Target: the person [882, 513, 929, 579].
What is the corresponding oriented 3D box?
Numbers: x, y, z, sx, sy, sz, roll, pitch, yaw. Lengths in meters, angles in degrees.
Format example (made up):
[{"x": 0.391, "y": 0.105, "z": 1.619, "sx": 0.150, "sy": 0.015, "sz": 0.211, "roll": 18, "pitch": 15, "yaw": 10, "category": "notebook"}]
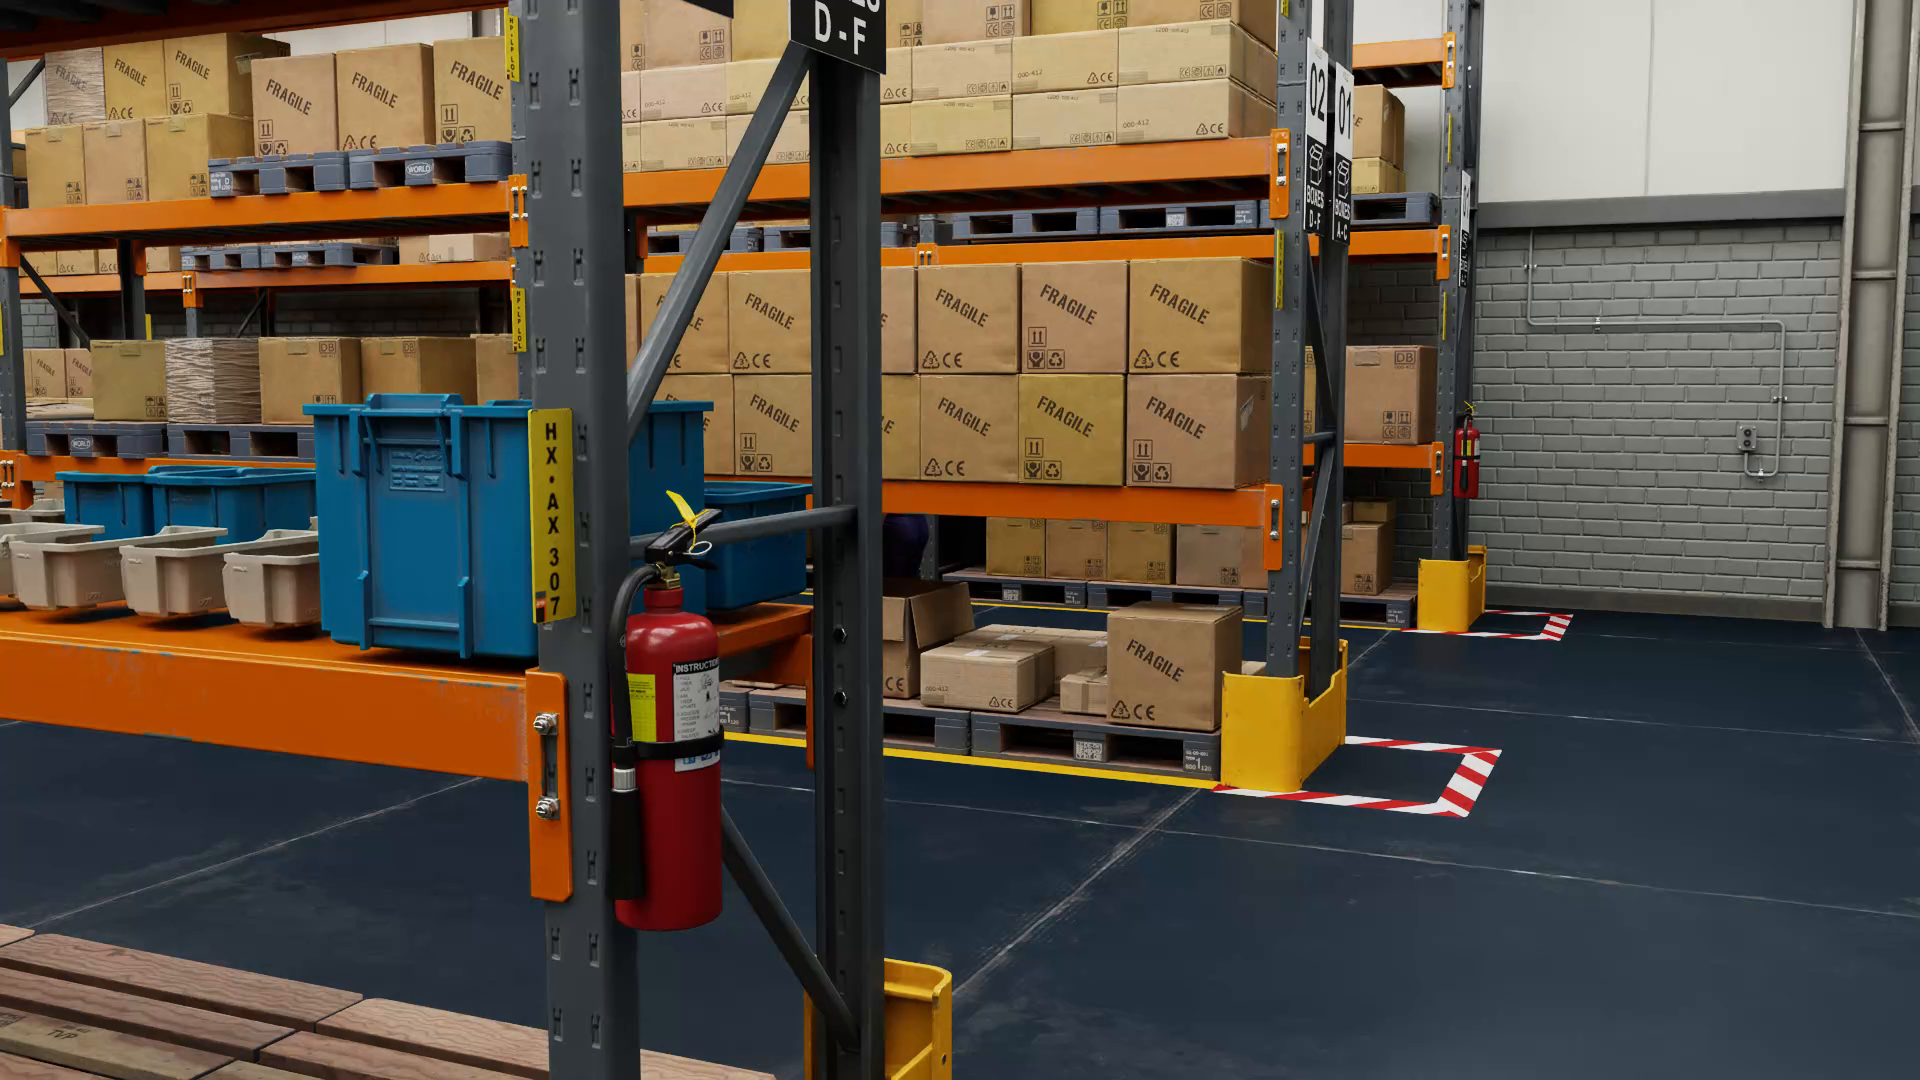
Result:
[{"x": -0.402, "y": -0.038, "z": 10.202, "sx": 0.372, "sy": 1.652, "sz": 0.543, "roll": 2, "pitch": 6, "yaw": 23, "category": "person"}]
